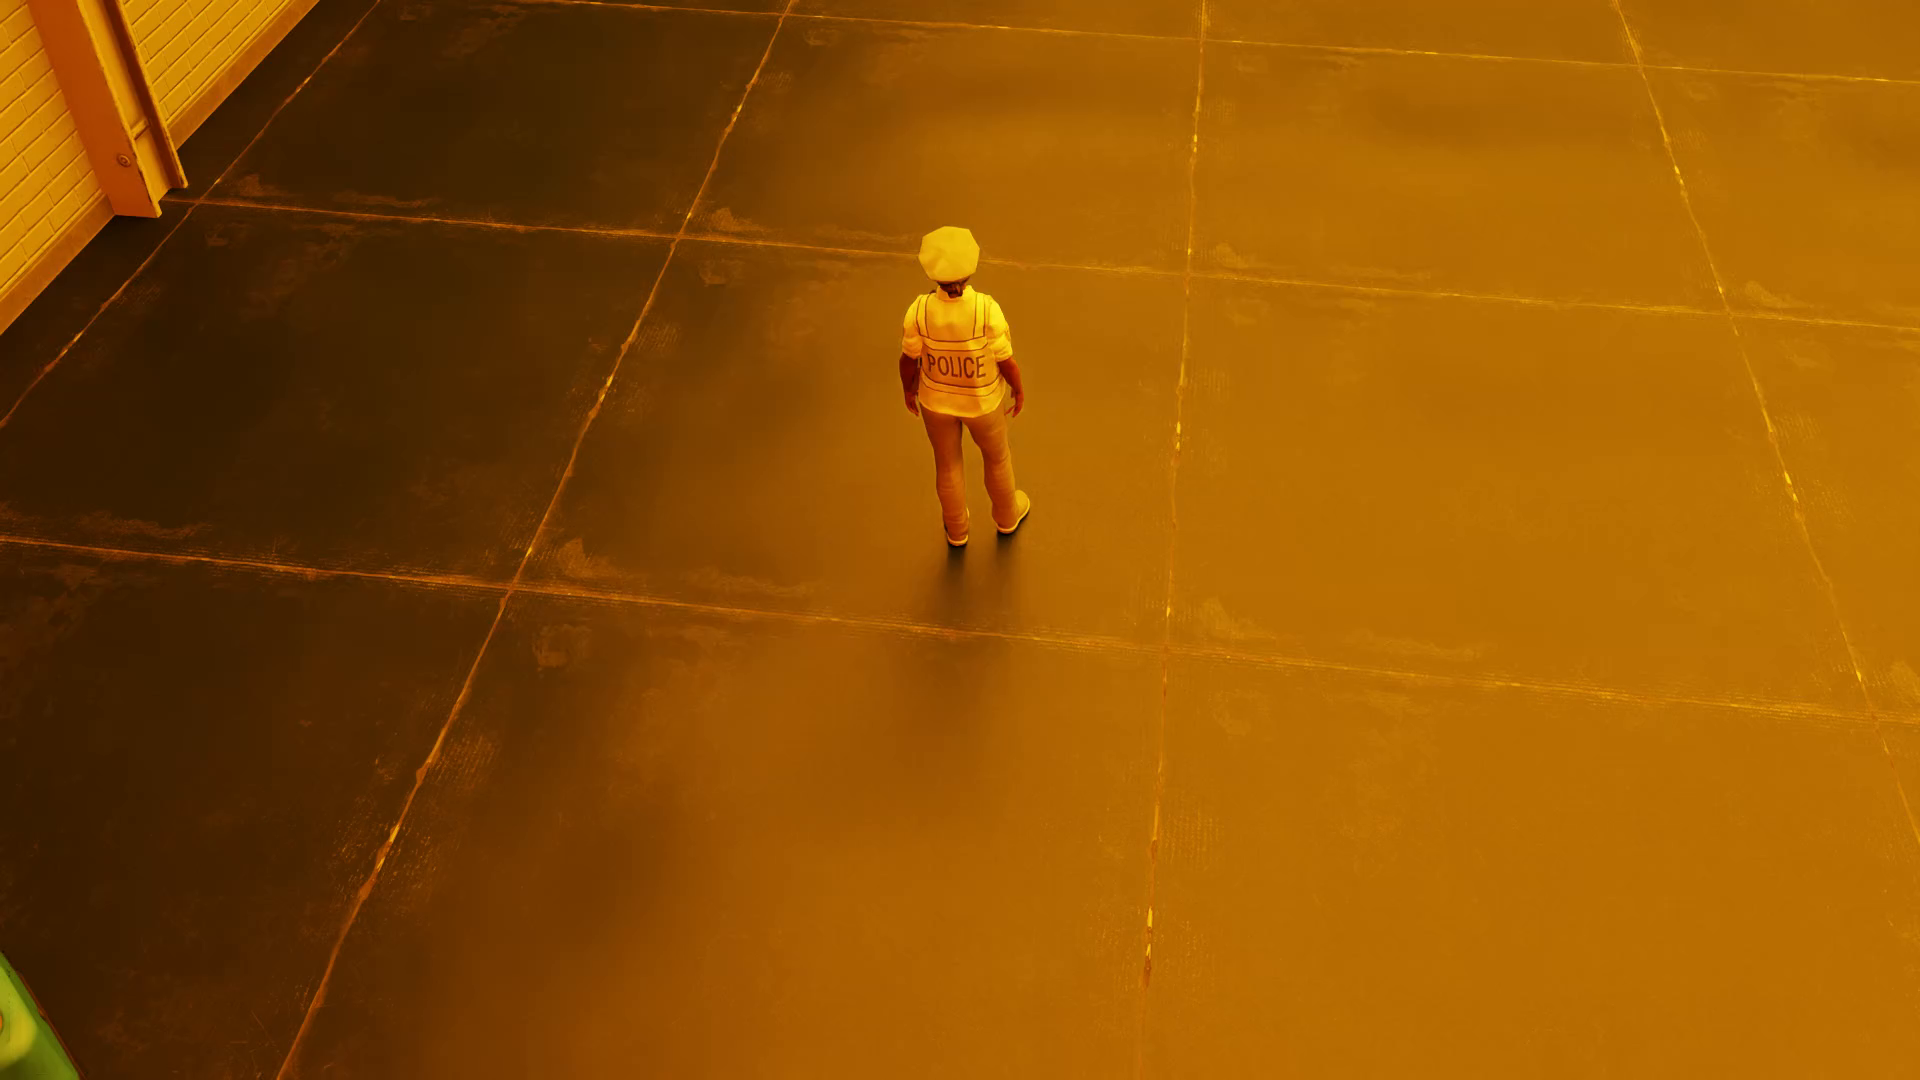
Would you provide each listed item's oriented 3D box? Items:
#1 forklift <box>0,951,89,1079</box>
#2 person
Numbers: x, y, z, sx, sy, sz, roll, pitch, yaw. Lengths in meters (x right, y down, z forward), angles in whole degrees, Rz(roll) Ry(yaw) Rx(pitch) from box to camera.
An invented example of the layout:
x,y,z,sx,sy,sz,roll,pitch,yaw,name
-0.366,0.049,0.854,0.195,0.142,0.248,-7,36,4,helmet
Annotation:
x,y,z,sx,sy,sz,roll,pitch,yaw,name
-4.069,1.577,4.008,3.031,2.935,1.130,-33,52,-30,forklift
0.030,-0.677,7.366,0.569,1.693,0.528,5,43,6,person
